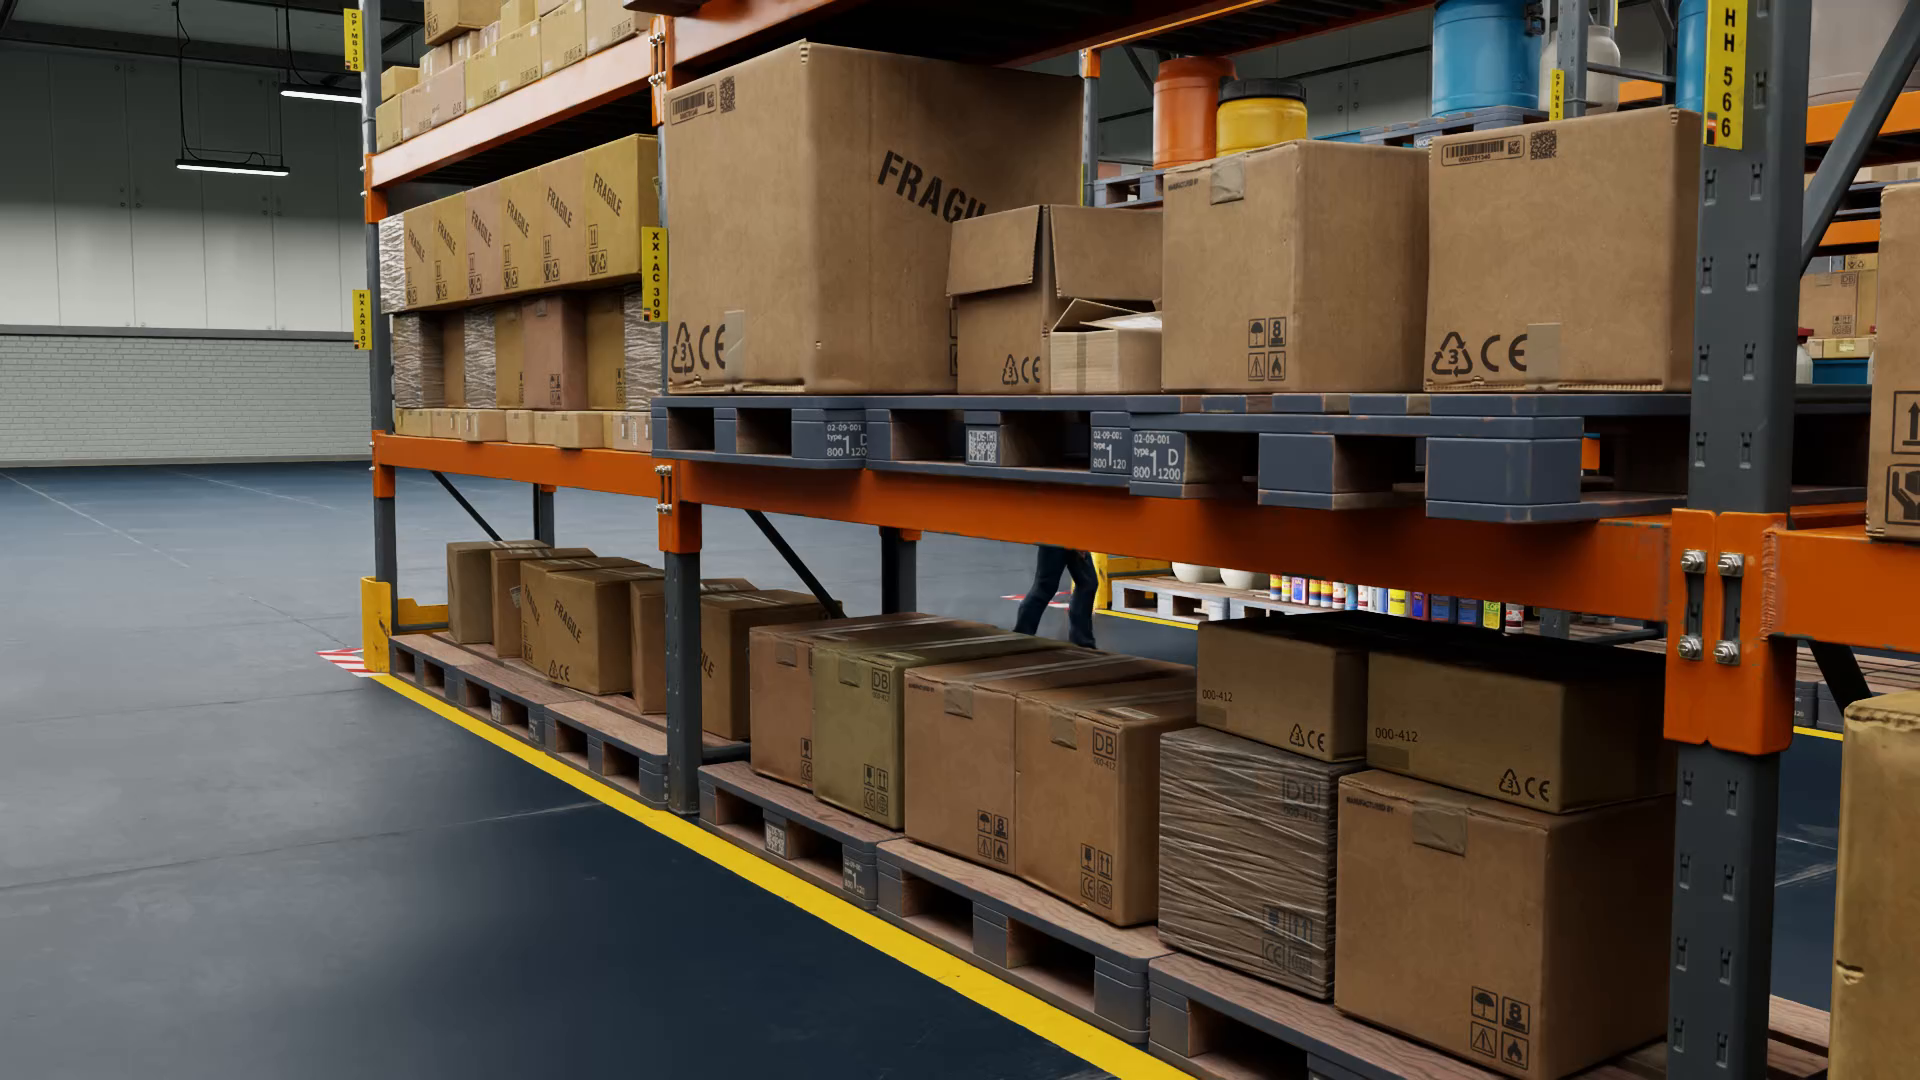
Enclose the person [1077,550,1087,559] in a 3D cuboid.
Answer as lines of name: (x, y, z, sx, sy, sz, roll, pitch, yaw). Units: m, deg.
person: (0.545, -0.038, 8.860, 0.575, 1.619, 0.441, 0, 5, 5)
